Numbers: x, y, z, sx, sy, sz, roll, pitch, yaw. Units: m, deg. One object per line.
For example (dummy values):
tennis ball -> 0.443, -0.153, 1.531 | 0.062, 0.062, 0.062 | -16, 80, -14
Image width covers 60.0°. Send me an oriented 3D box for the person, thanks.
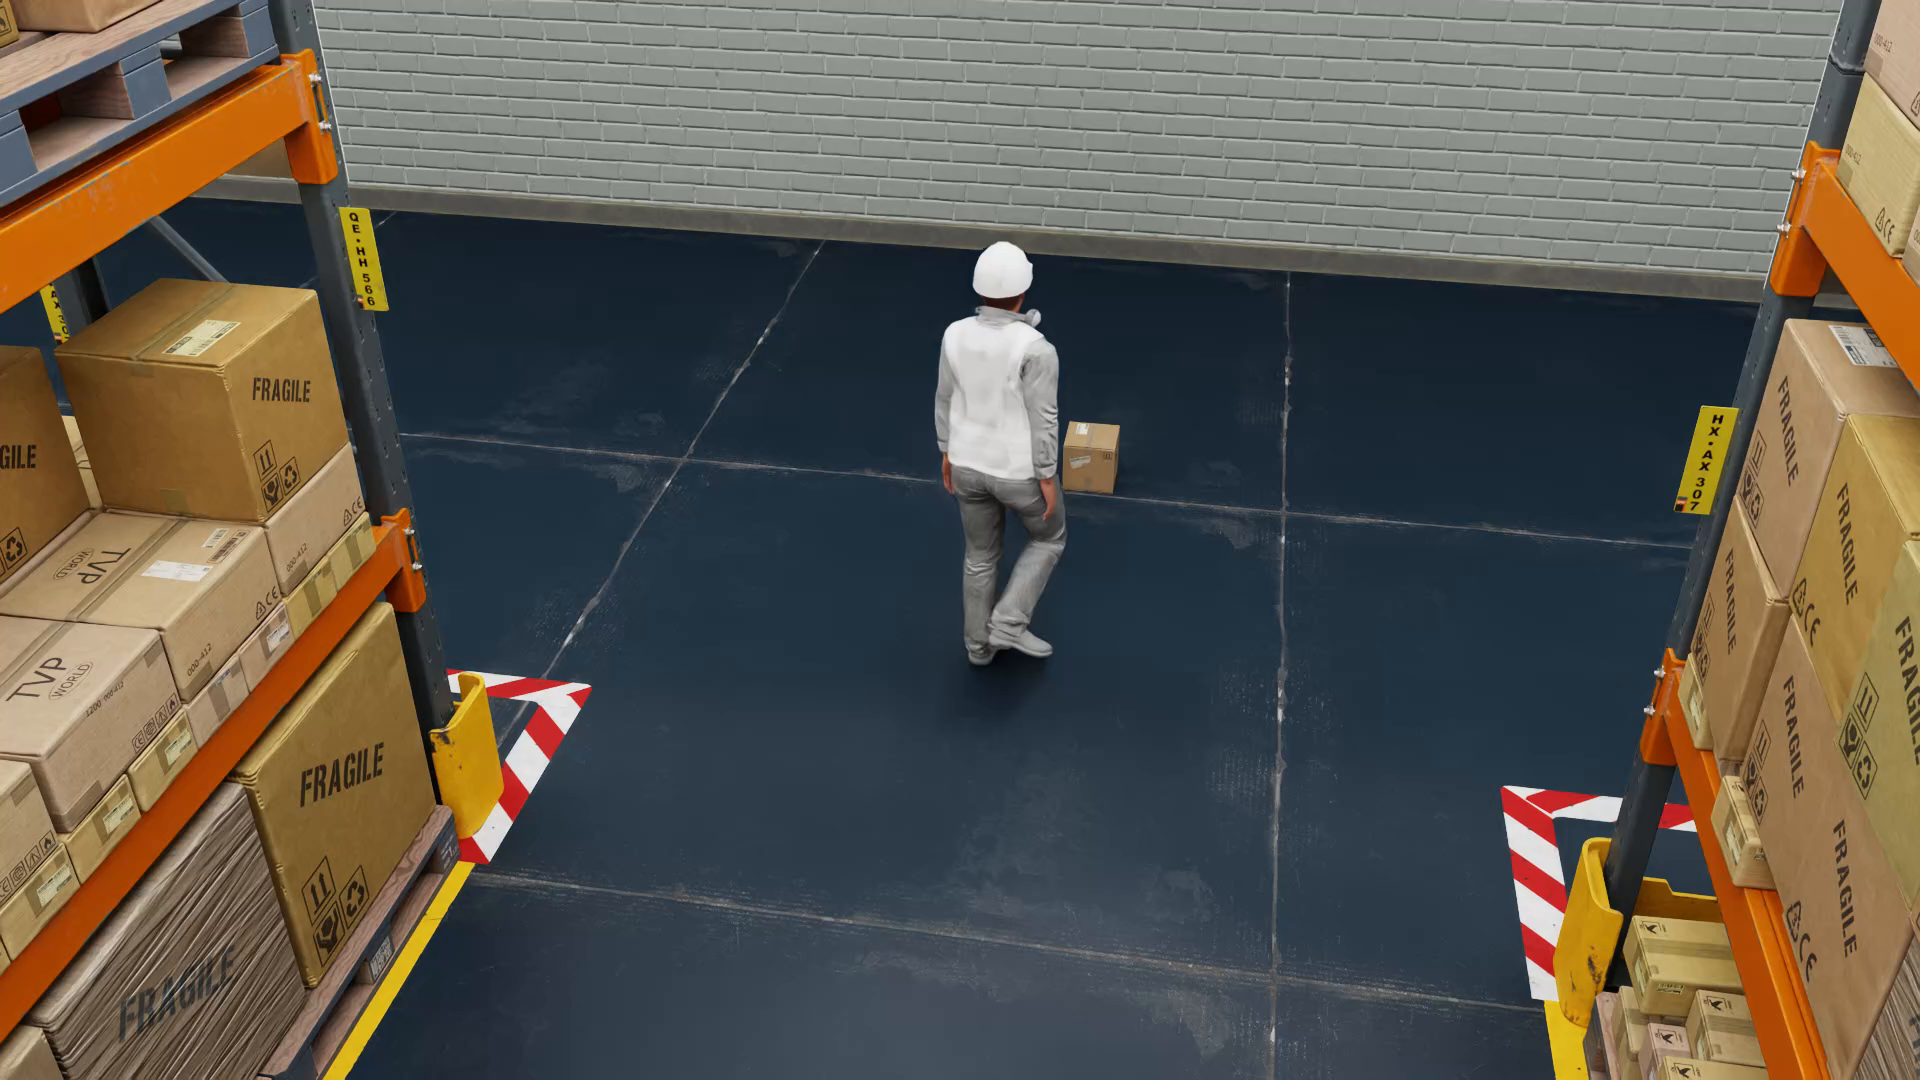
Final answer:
person -> 0.153, -0.304, 6.575 | 0.575, 1.762, 0.504 | 16, 36, 24
